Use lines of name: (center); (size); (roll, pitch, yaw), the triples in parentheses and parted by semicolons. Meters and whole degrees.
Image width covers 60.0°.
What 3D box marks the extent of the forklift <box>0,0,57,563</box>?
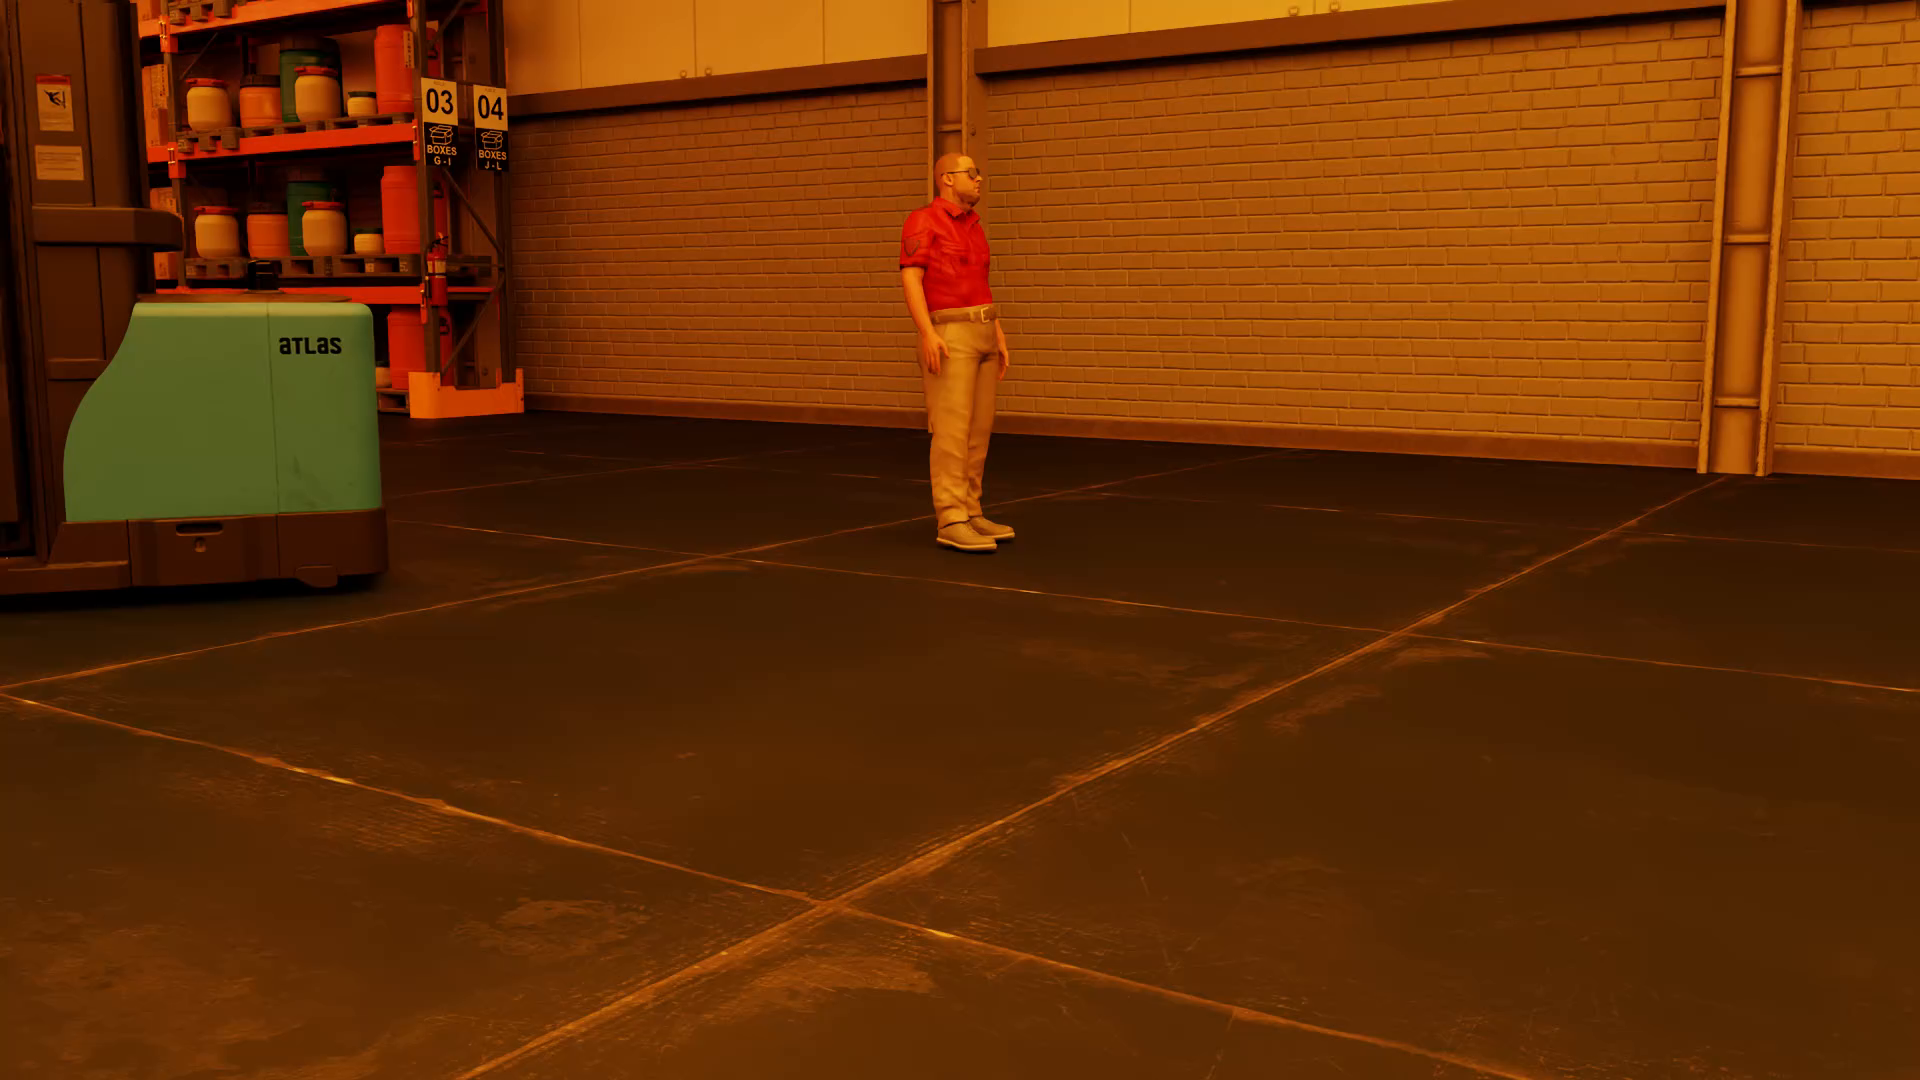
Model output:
forklift: (-3.803, -1.214, 5.957); (2.884, 2.867, 1.101); (-3, 9, -20)
